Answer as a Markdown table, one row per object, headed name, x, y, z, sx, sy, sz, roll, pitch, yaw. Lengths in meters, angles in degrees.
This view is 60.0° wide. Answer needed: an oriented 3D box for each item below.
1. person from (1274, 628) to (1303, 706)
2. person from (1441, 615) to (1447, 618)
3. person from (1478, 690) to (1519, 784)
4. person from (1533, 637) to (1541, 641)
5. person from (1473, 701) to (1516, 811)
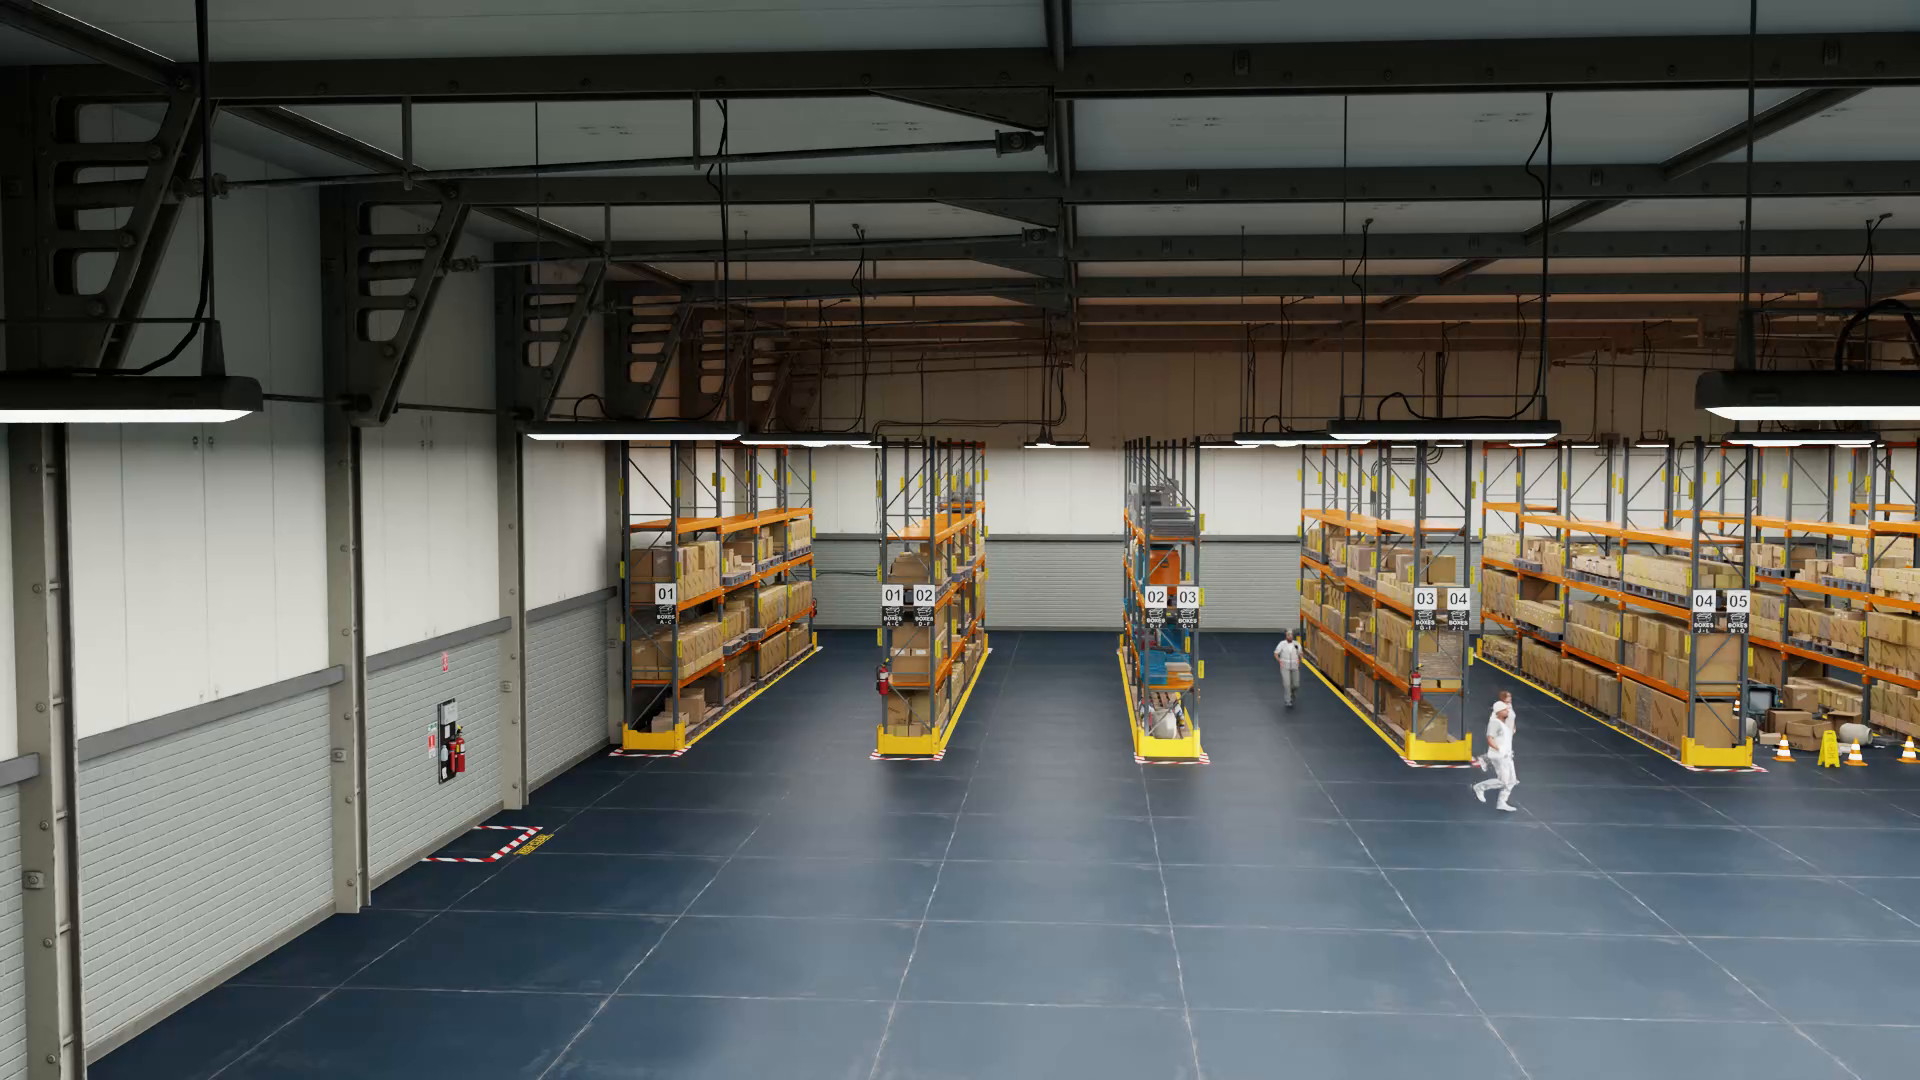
| name | x | y | z | sx | sy | sz | roll | pitch | yaw |
| --- | --- | --- | --- | --- | --- | --- | --- | --- | --- |
| person | 7.410 | 2.849 | 37.458 | 0.664 | 1.733 | 0.645 | 0 | 3 | 1 |
| person | 13.255 | 2.385 | 46.497 | 0.740 | 1.696 | 0.594 | 3 | 4 | 42 |
| person | 9.356 | 3.383 | 28.807 | 0.552 | 1.595 | 0.750 | -3 | 4 | -43 |
| person | 16.503 | 2.304 | 47.570 | 0.626 | 1.732 | 0.675 | 0 | 3 | 5 |
| person | 8.551 | 3.437 | 26.543 | 0.665 | 1.737 | 0.673 | 2 | 4 | 33 |
